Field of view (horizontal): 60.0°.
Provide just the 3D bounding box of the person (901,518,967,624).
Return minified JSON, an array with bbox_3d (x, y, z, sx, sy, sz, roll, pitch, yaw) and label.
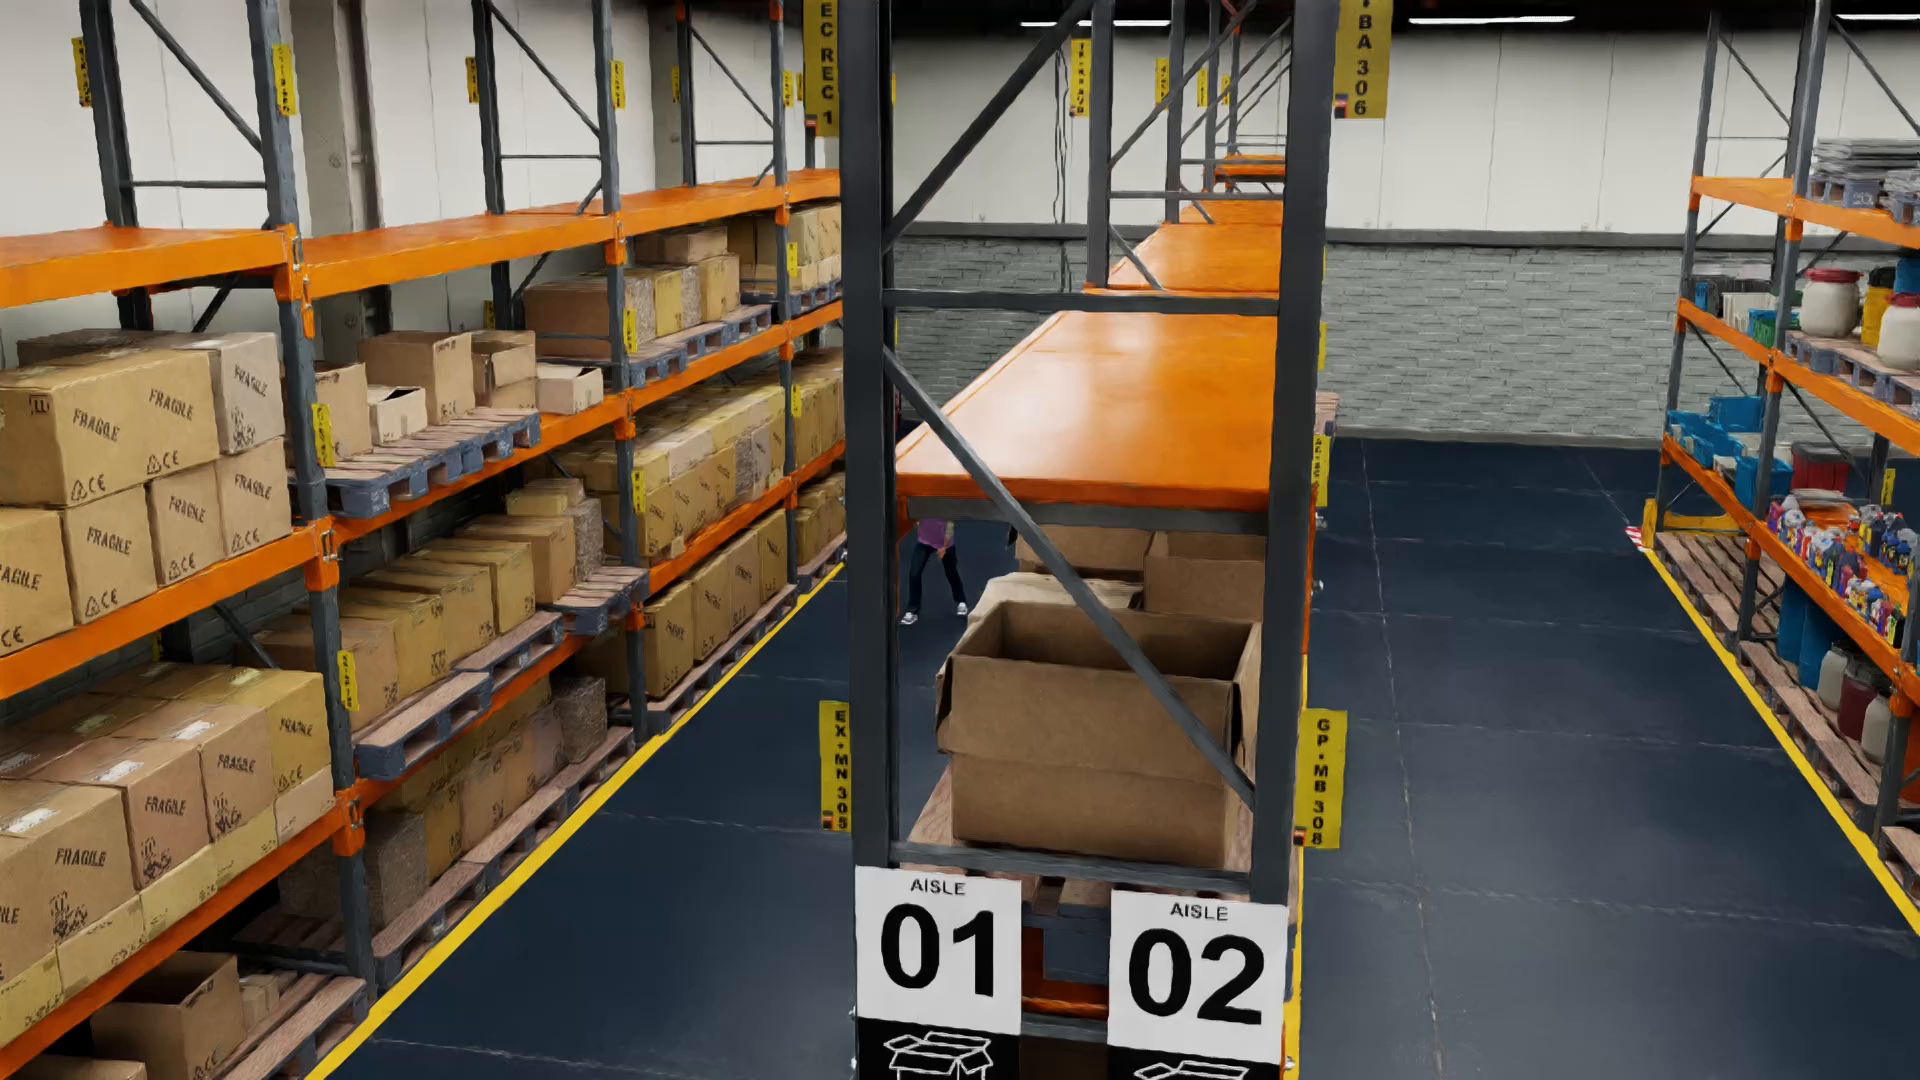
[{"bbox_3d":[-0.230,0.012,16.020,0.500,1.545,0.733,6,16,21],"label":"person"}]
